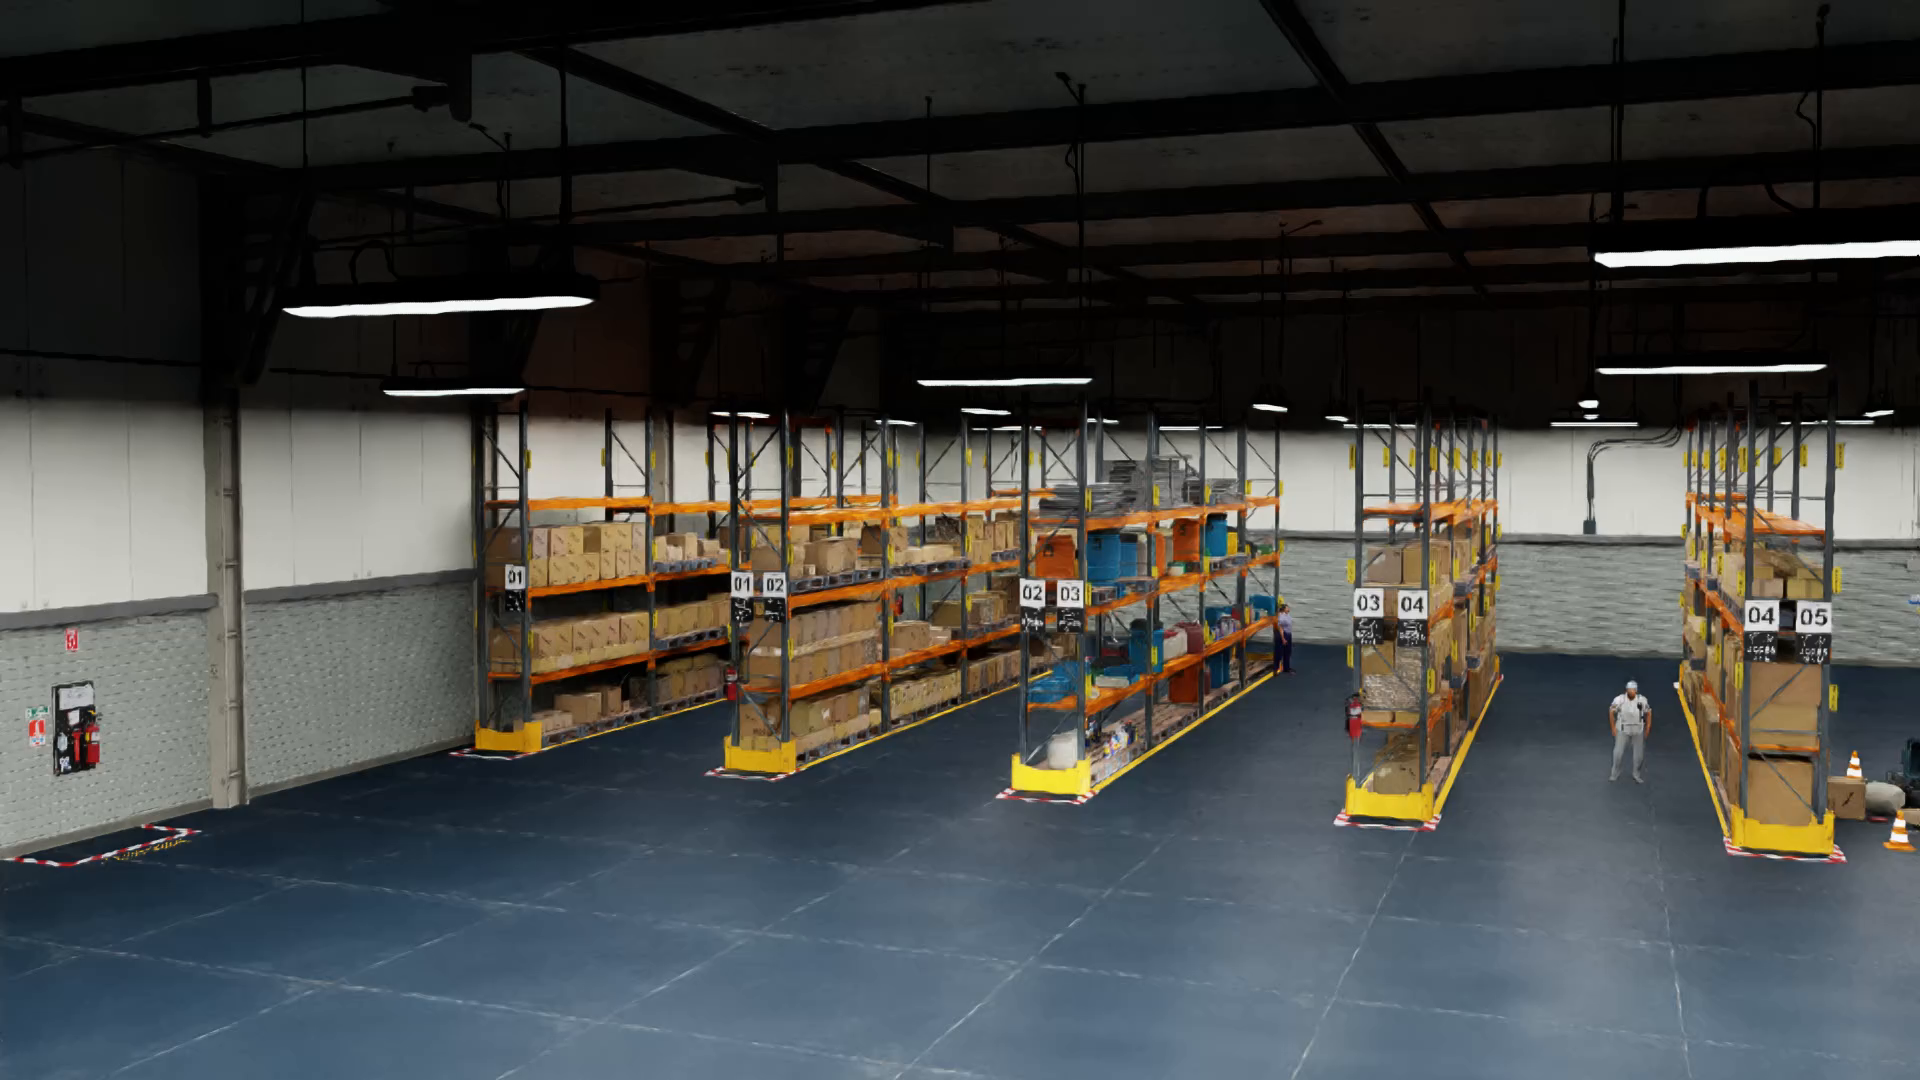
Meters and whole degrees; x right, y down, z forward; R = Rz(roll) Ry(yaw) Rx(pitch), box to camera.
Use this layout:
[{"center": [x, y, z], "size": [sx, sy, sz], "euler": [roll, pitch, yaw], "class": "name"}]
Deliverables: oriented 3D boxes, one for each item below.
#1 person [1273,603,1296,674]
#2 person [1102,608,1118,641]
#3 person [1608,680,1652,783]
[{"center": [7.549, 2.284, 38.798], "size": [0.398, 1.640, 0.667], "euler": [2, 4, 39], "class": "person"}, {"center": [4.042, 2.014, 45.465], "size": [0.554, 1.525, 0.786], "euler": [0, 3, 3], "class": "person"}, {"center": [10.337, 2.956, 25.655], "size": [0.625, 1.611, 0.575], "euler": [1, 3, 19], "class": "person"}]
